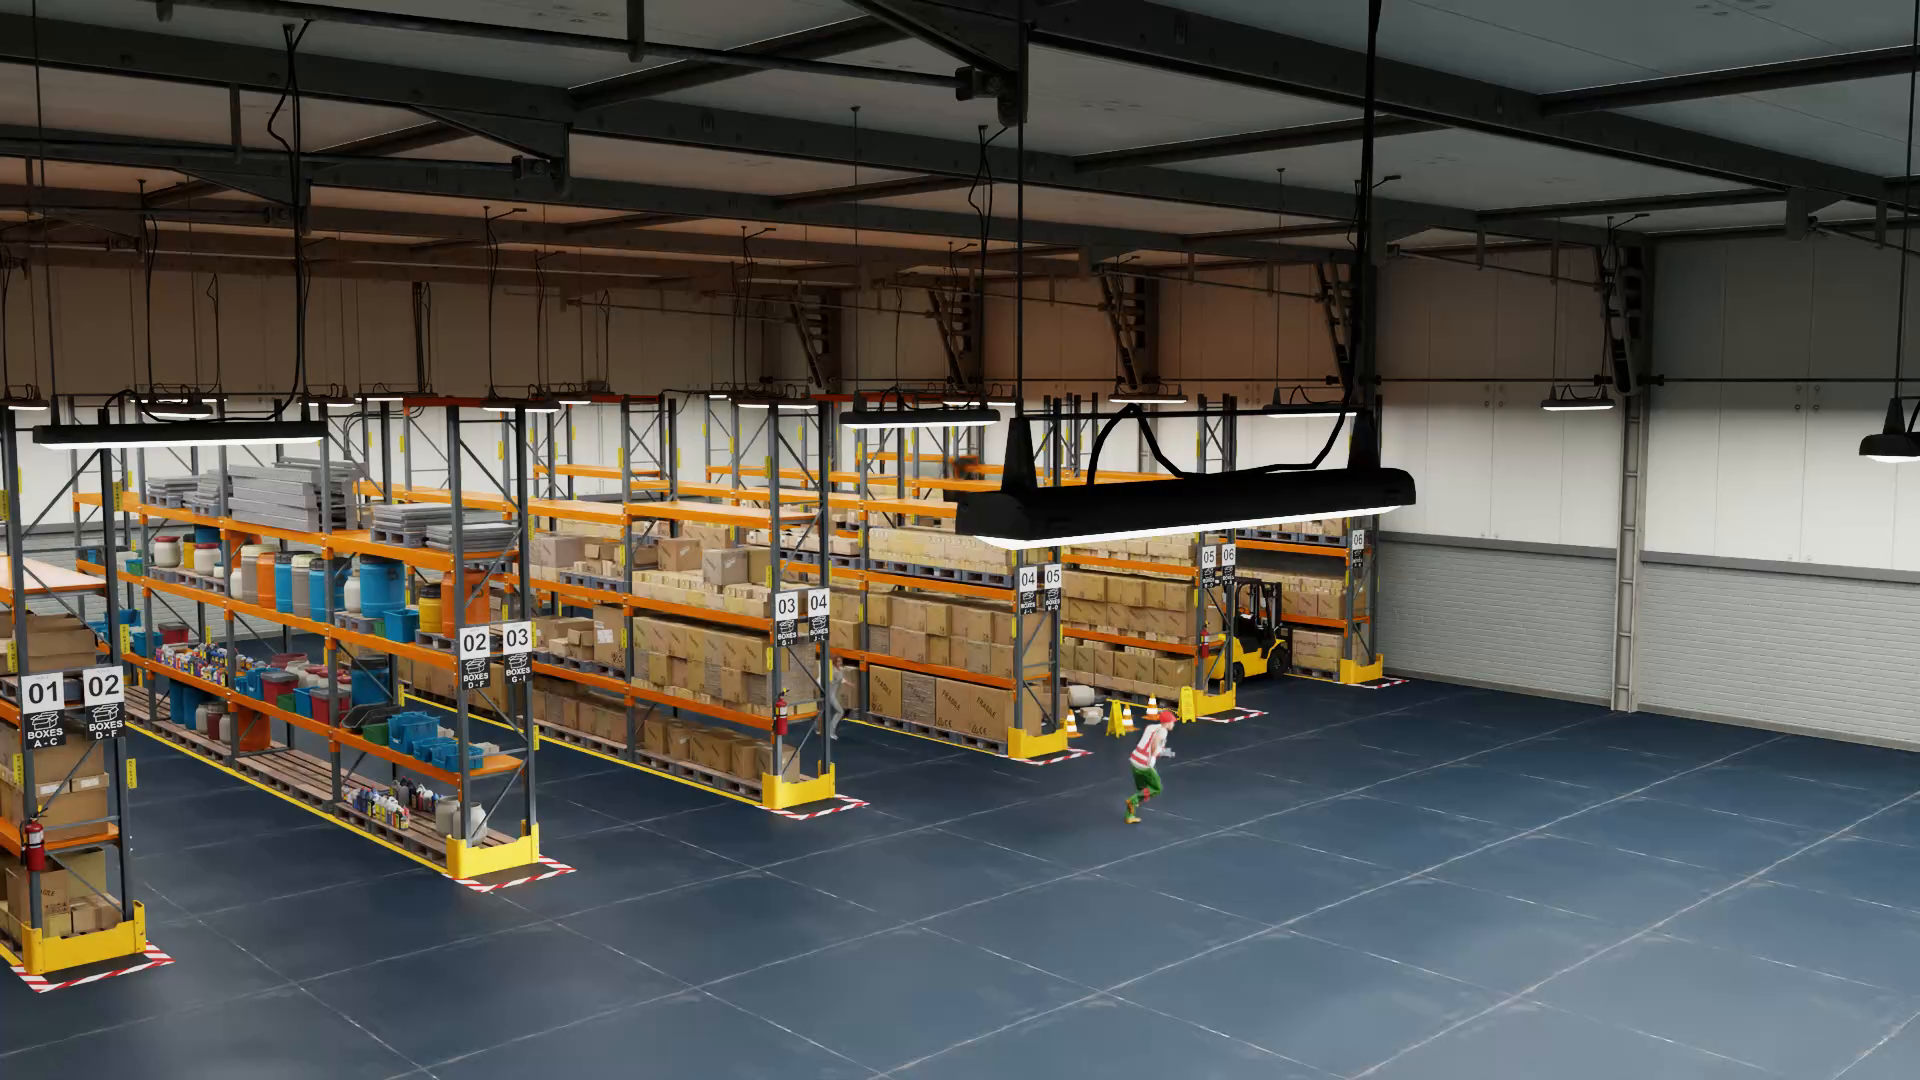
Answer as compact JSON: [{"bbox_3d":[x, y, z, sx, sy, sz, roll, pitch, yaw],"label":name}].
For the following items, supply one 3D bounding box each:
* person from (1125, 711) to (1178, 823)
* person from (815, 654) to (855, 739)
[{"bbox_3d":[2.743,3.249,23.735,0.810,1.590,0.697,-2,6,-18],"label":"person"},{"bbox_3d":[-2.222,2.759,29.391,0.759,1.550,0.553,1,6,5],"label":"person"}]
